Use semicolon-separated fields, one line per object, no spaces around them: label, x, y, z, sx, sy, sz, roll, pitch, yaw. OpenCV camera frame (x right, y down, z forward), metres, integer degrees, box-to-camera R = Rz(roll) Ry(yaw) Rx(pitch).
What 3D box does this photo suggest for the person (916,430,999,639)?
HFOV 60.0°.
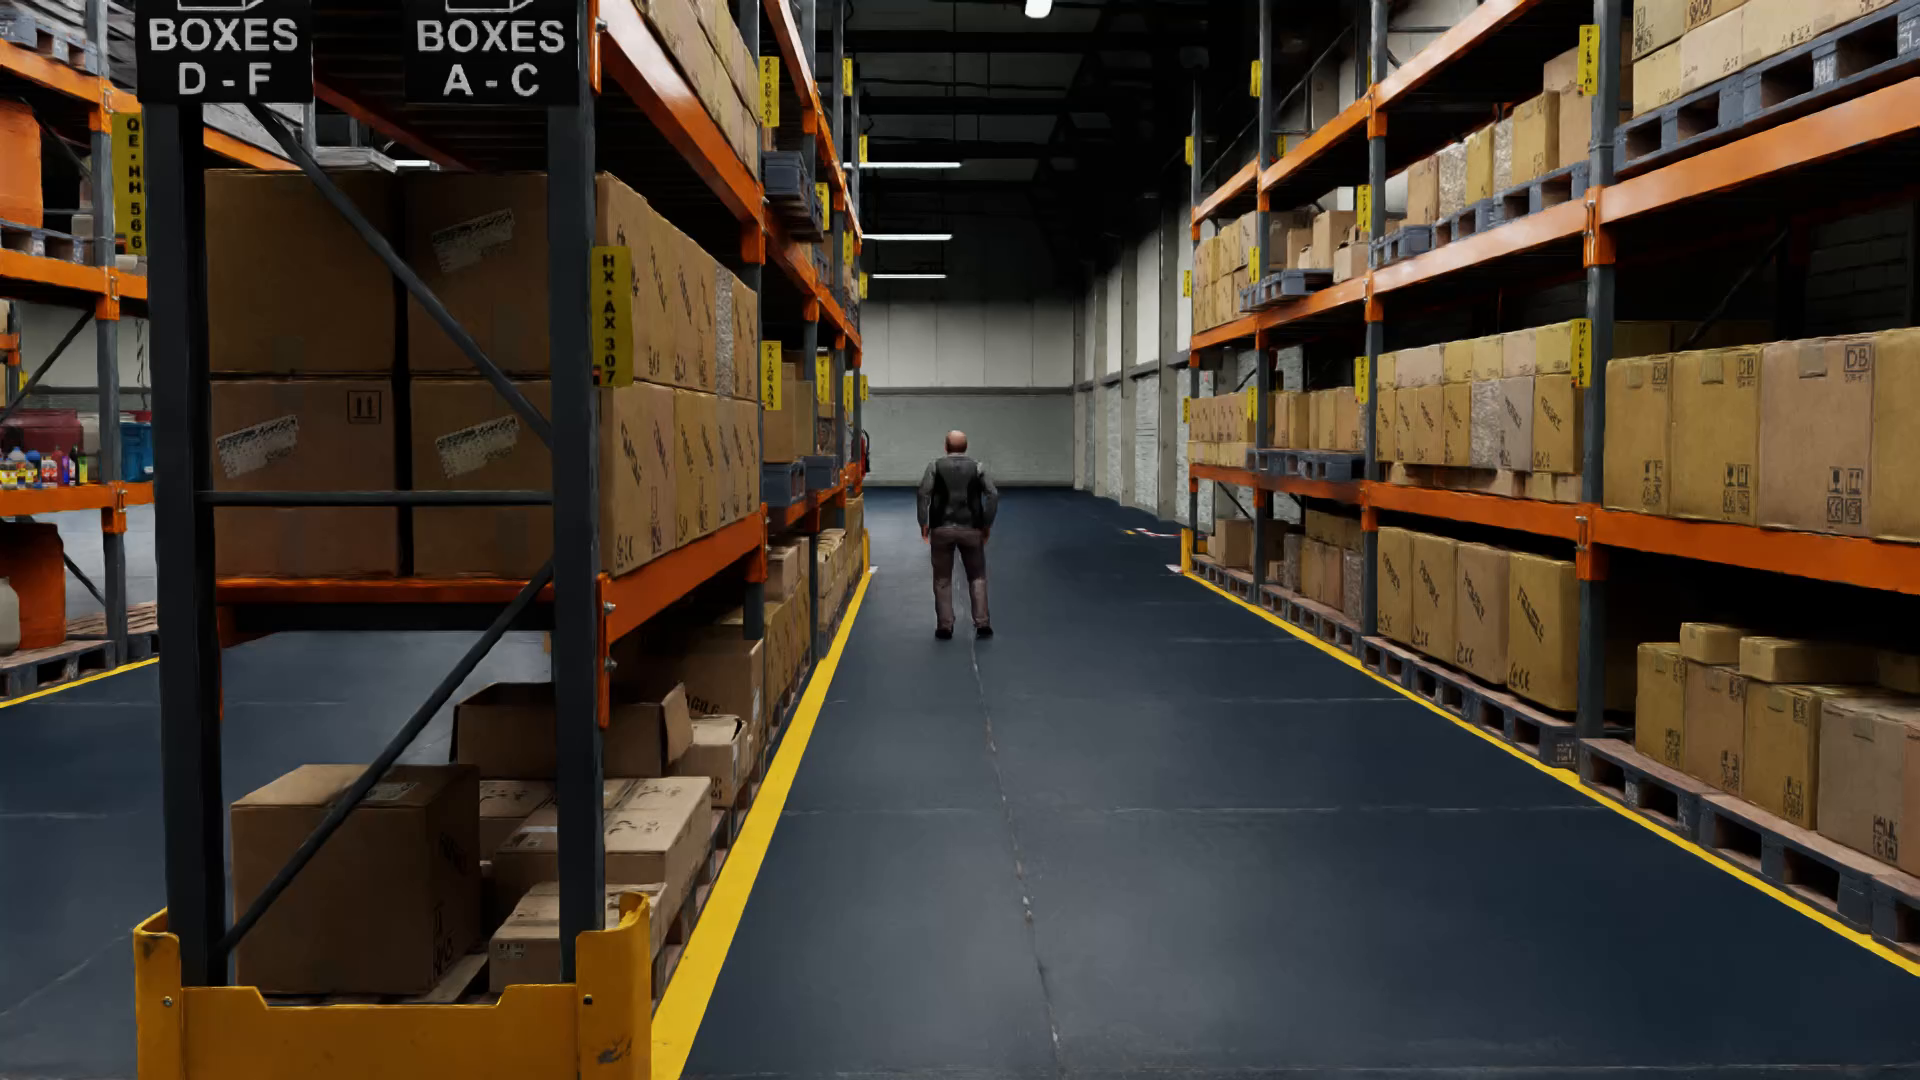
person;-0.020;-0.056;13.559;0.673;1.682;0.509;0;4;-3
